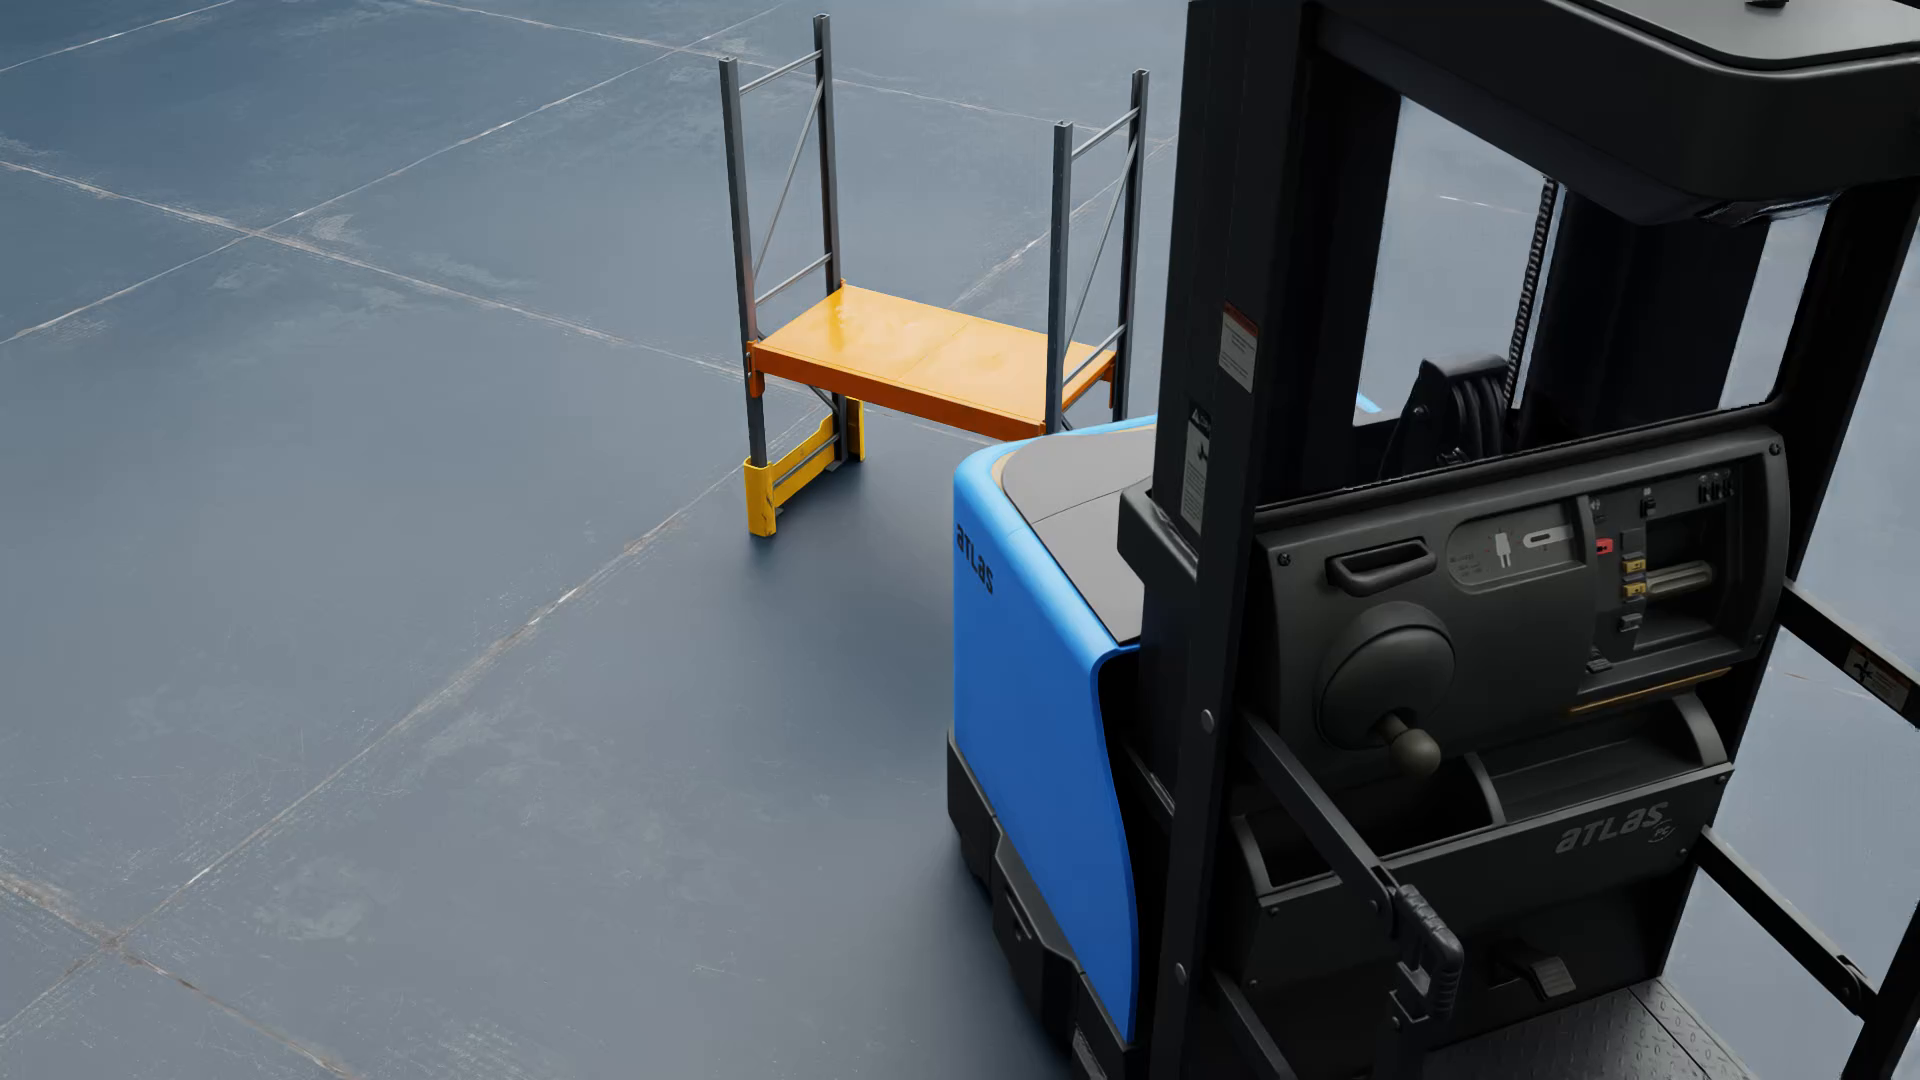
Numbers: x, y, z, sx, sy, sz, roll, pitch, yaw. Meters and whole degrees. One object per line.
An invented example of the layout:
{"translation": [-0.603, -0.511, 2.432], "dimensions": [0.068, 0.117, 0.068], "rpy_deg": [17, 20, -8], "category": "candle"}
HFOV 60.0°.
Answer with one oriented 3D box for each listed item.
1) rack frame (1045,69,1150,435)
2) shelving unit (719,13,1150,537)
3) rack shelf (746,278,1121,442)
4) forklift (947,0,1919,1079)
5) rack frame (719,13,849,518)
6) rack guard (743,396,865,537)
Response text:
{"translation": [0.367, -0.508, 4.660], "dimensions": [0.032, 1.500, 0.500], "rpy_deg": [18, 37, 24], "category": "rack frame"}
{"translation": [-0.066, -0.645, 4.866], "dimensions": [1.083, 1.500, 0.587], "rpy_deg": [18, 37, 24], "category": "shelving unit"}
{"translation": [-0.074, -0.498, 4.969], "dimensions": [1.000, 0.185, 0.538], "rpy_deg": [18, 37, 24], "category": "rack shelf"}
{"translation": [0.960, 0.152, 2.377], "dimensions": [1.130, 2.935, 3.031], "rpy_deg": [-12, 35, -17], "category": "forklift"}
{"translation": [-0.515, -0.788, 5.079], "dimensions": [0.032, 1.500, 0.500], "rpy_deg": [18, 37, 24], "category": "rack frame"}
{"translation": [-0.499, -0.262, 5.418], "dimensions": [0.087, 0.250, 0.587], "rpy_deg": [18, 37, 24], "category": "rack guard"}
